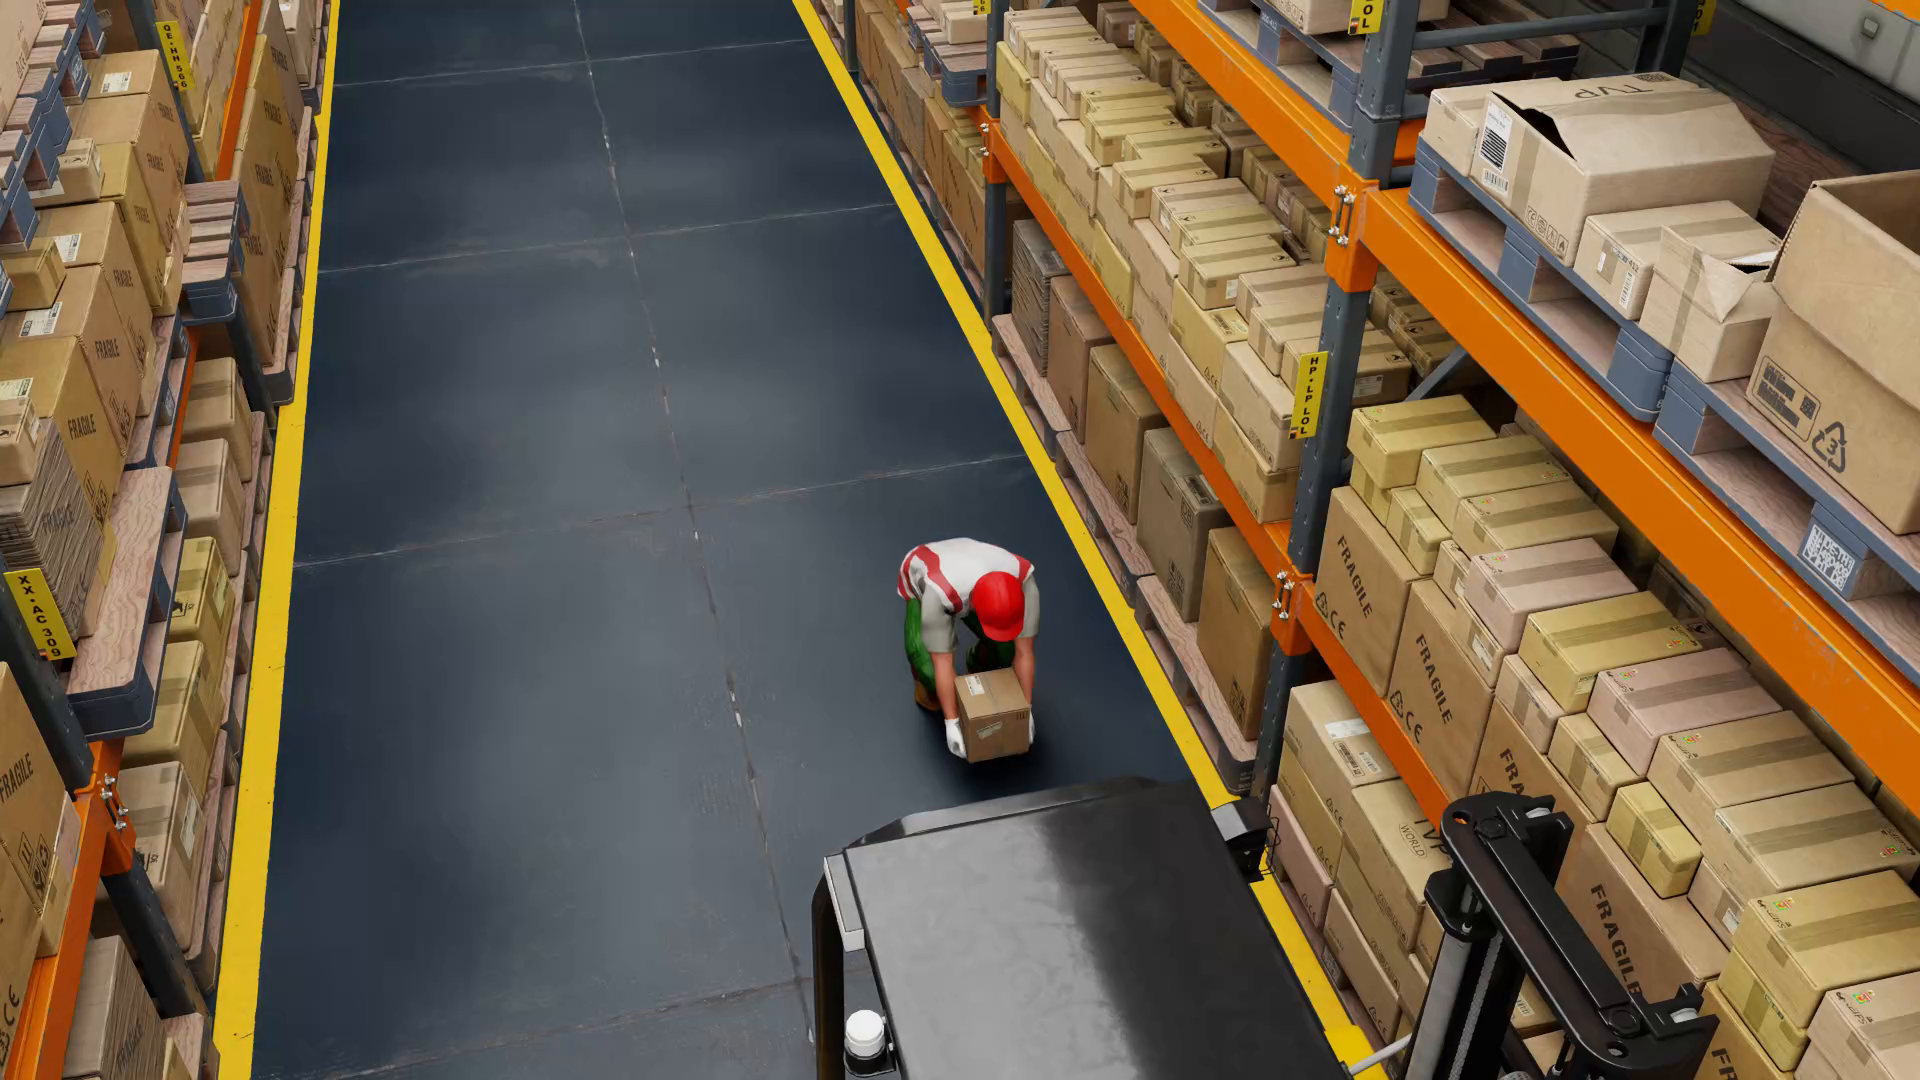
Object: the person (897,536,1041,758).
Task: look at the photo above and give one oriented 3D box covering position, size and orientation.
[{"bbox_3d":[0.045,0.366,6.901,0.534,0.966,0.963,-10,39,-13],"label":"person"}]
